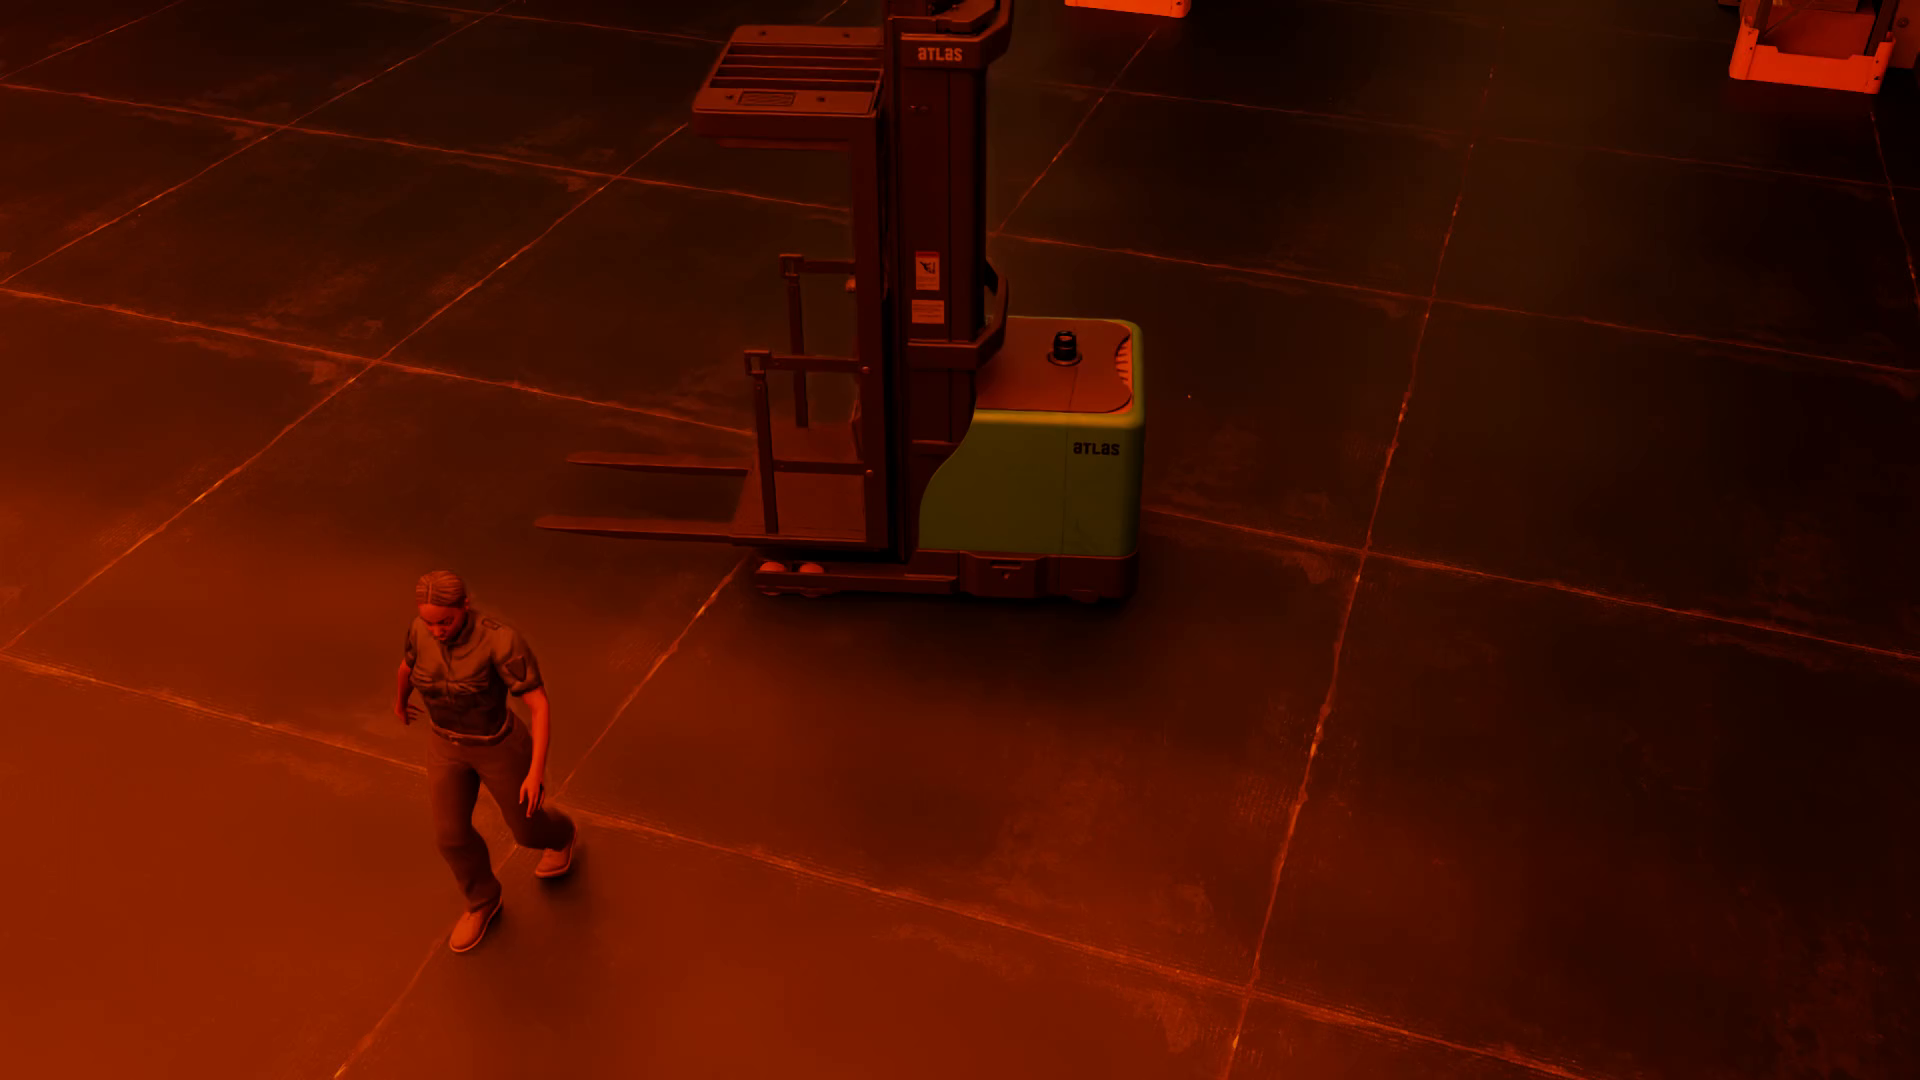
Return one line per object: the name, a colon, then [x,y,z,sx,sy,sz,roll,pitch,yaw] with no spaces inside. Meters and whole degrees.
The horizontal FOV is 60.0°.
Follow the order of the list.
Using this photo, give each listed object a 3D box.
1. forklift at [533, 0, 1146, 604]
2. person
forklift: [-0.614,-1.215,7.824,3.031,2.935,1.130,2,35,3]
person: [-1.789,0.774,6.149,0.817,1.640,0.697,7,36,10]
